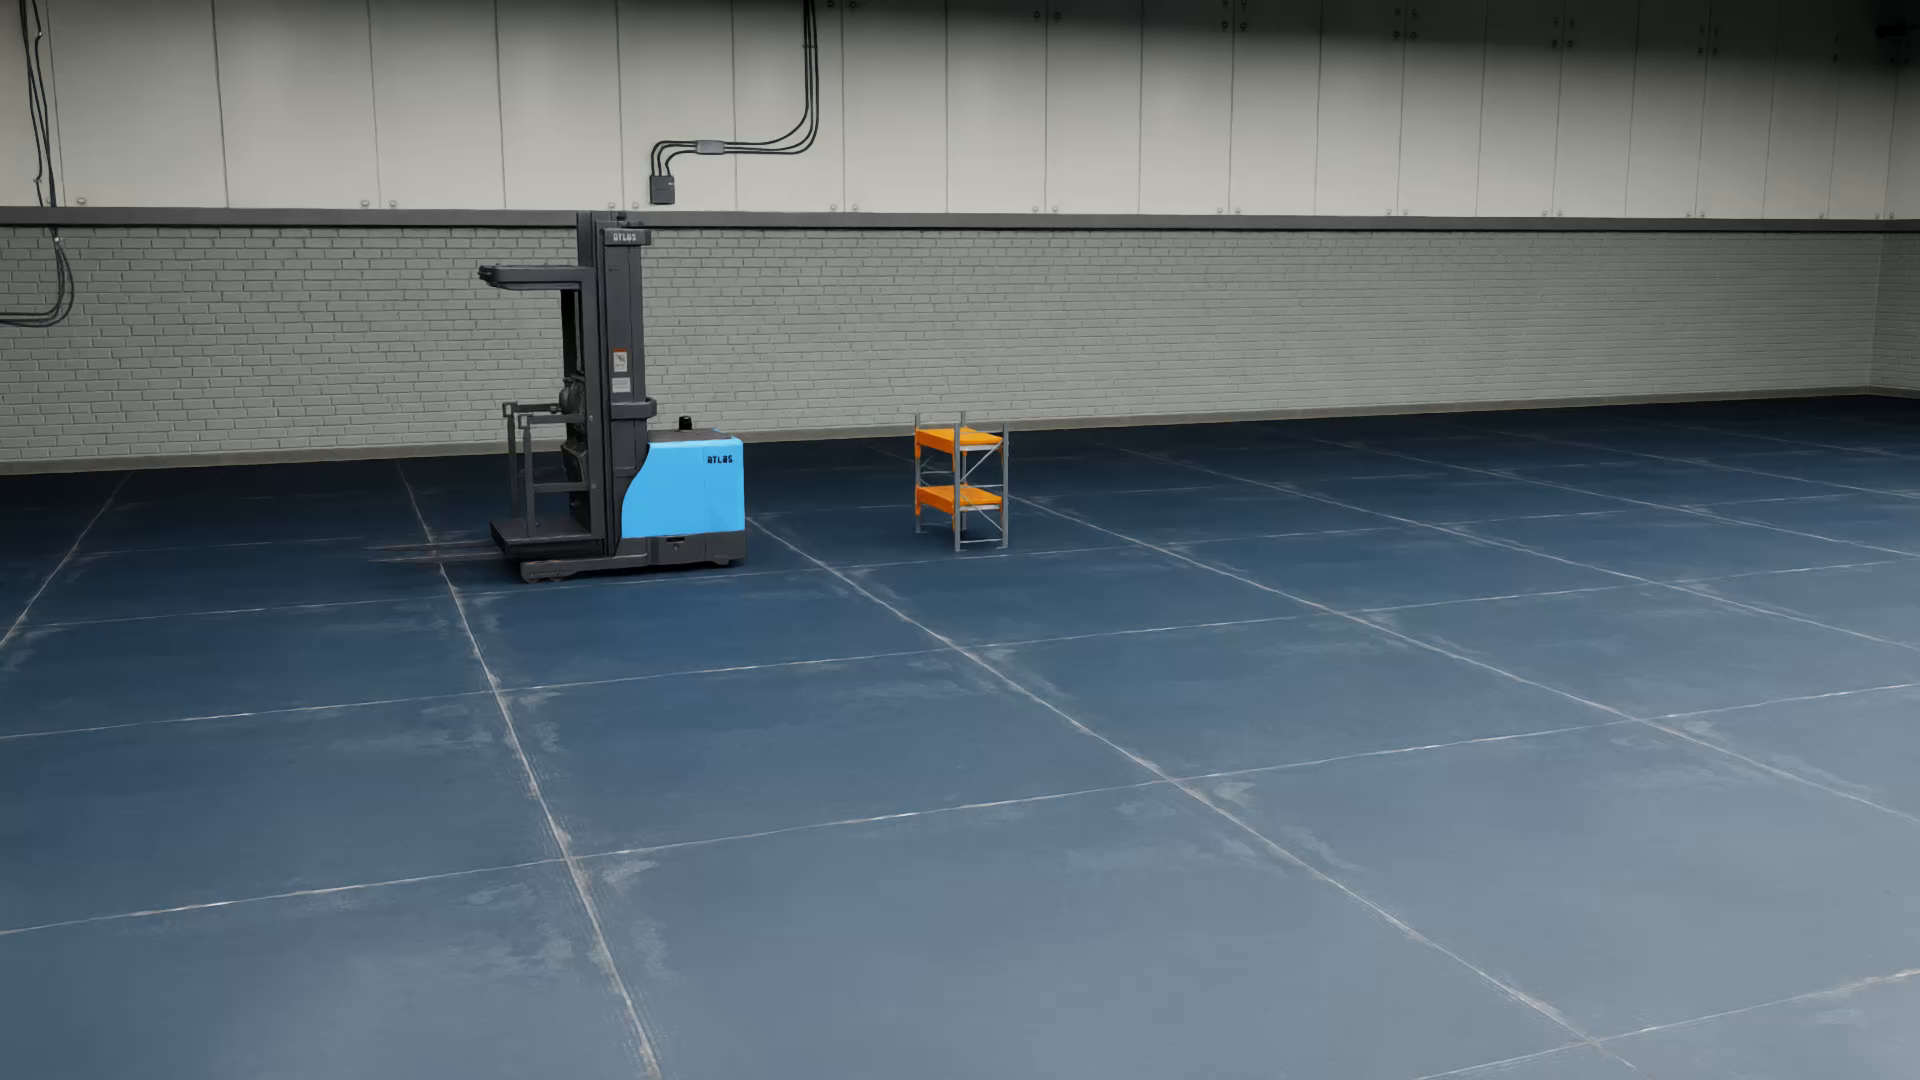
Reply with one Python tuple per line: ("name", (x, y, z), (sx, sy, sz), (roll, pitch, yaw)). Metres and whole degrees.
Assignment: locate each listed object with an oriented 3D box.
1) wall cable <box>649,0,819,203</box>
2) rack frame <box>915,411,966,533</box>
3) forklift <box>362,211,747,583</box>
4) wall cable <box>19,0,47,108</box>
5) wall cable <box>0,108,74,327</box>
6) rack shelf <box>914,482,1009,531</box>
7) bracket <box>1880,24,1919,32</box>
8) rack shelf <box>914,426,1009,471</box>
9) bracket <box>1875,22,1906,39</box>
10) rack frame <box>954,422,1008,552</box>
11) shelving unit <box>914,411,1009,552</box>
("wall cable", (-2.949, -7.420, 21.558), (2.305, 6.003, 0.169), (-4, 11, -21))
("rack frame", (-0.182, -0.636, 15.612), (0.500, 1.125, 0.032), (-4, 11, -21))
("forklift", (-3.366, -1.205, 13.655), (3.031, 2.935, 1.130), (-4, 11, -22))
("wall cable", (-9.282, -6.275, 19.279), (3.097, 2.526, 0.112), (-4, 11, -21))
("wall cable", (-11.803, -3.617, 18.756), (3.097, 2.526, 0.112), (-4, 11, -21))
("rack shelf", (0.002, -0.312, 15.188), (0.538, 0.278, 1.000), (-4, 11, -21))
("bracket", (16.265, -8.688, 28.119), (0.076, 0.066, 3.189), (-4, 11, -21))
("rack shelf", (0.002, -0.841, 15.094), (0.538, 0.278, 1.000), (-4, 11, -21))
("bracket", (16.051, -8.784, 28.661), (0.235, 0.232, 0.430), (-4, 11, -21))
("rack frame", (0.187, -0.470, 14.679), (0.500, 1.125, 0.032), (-4, 11, -21))
("shelving unit", (0.002, -0.553, 15.145), (0.538, 1.125, 1.048), (-4, 11, -21))
